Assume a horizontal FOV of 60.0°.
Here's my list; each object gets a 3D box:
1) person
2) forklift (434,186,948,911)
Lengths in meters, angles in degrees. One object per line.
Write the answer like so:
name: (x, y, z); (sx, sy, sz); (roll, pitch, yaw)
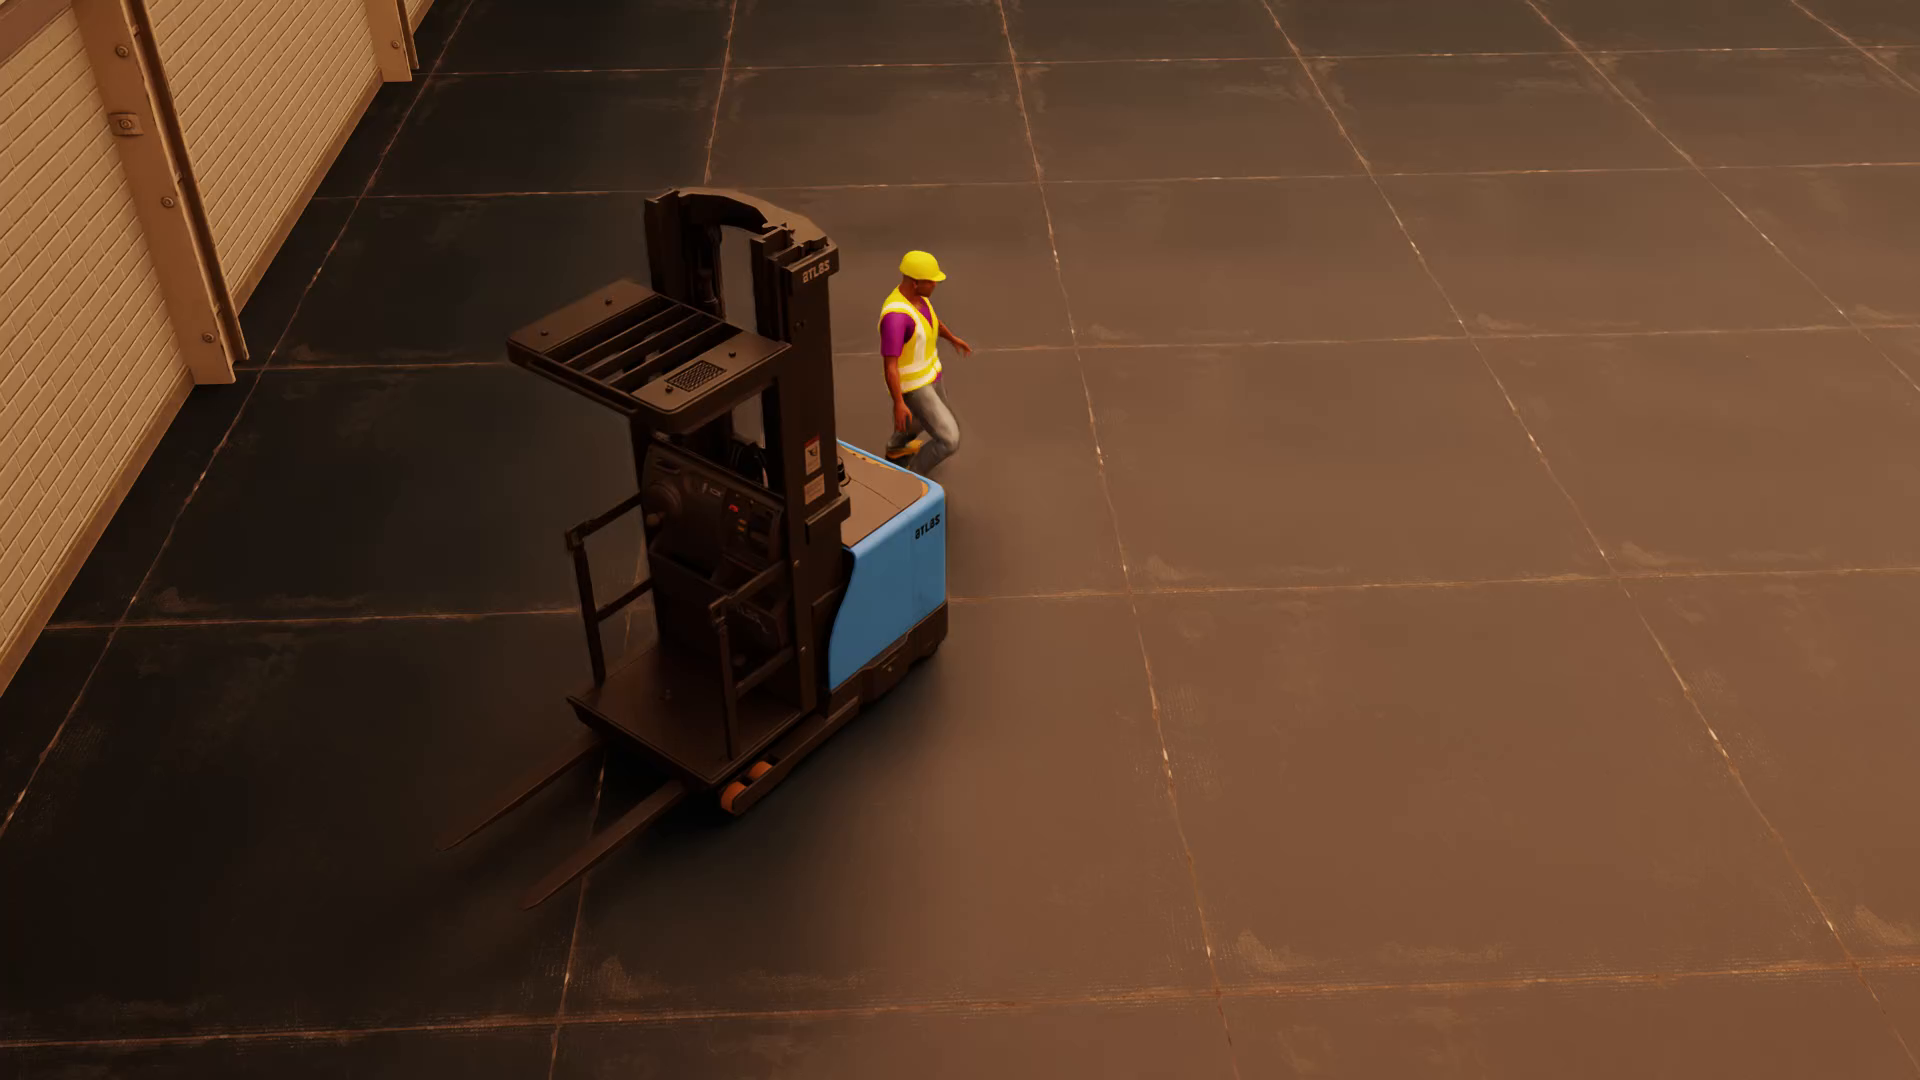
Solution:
person: (-0.244, -1.067, 10.591); (0.642, 1.647, 1.004); (9, 37, 12)
forklift: (-1.368, -0.102, 8.150); (1.130, 2.935, 3.031); (25, 43, 30)
